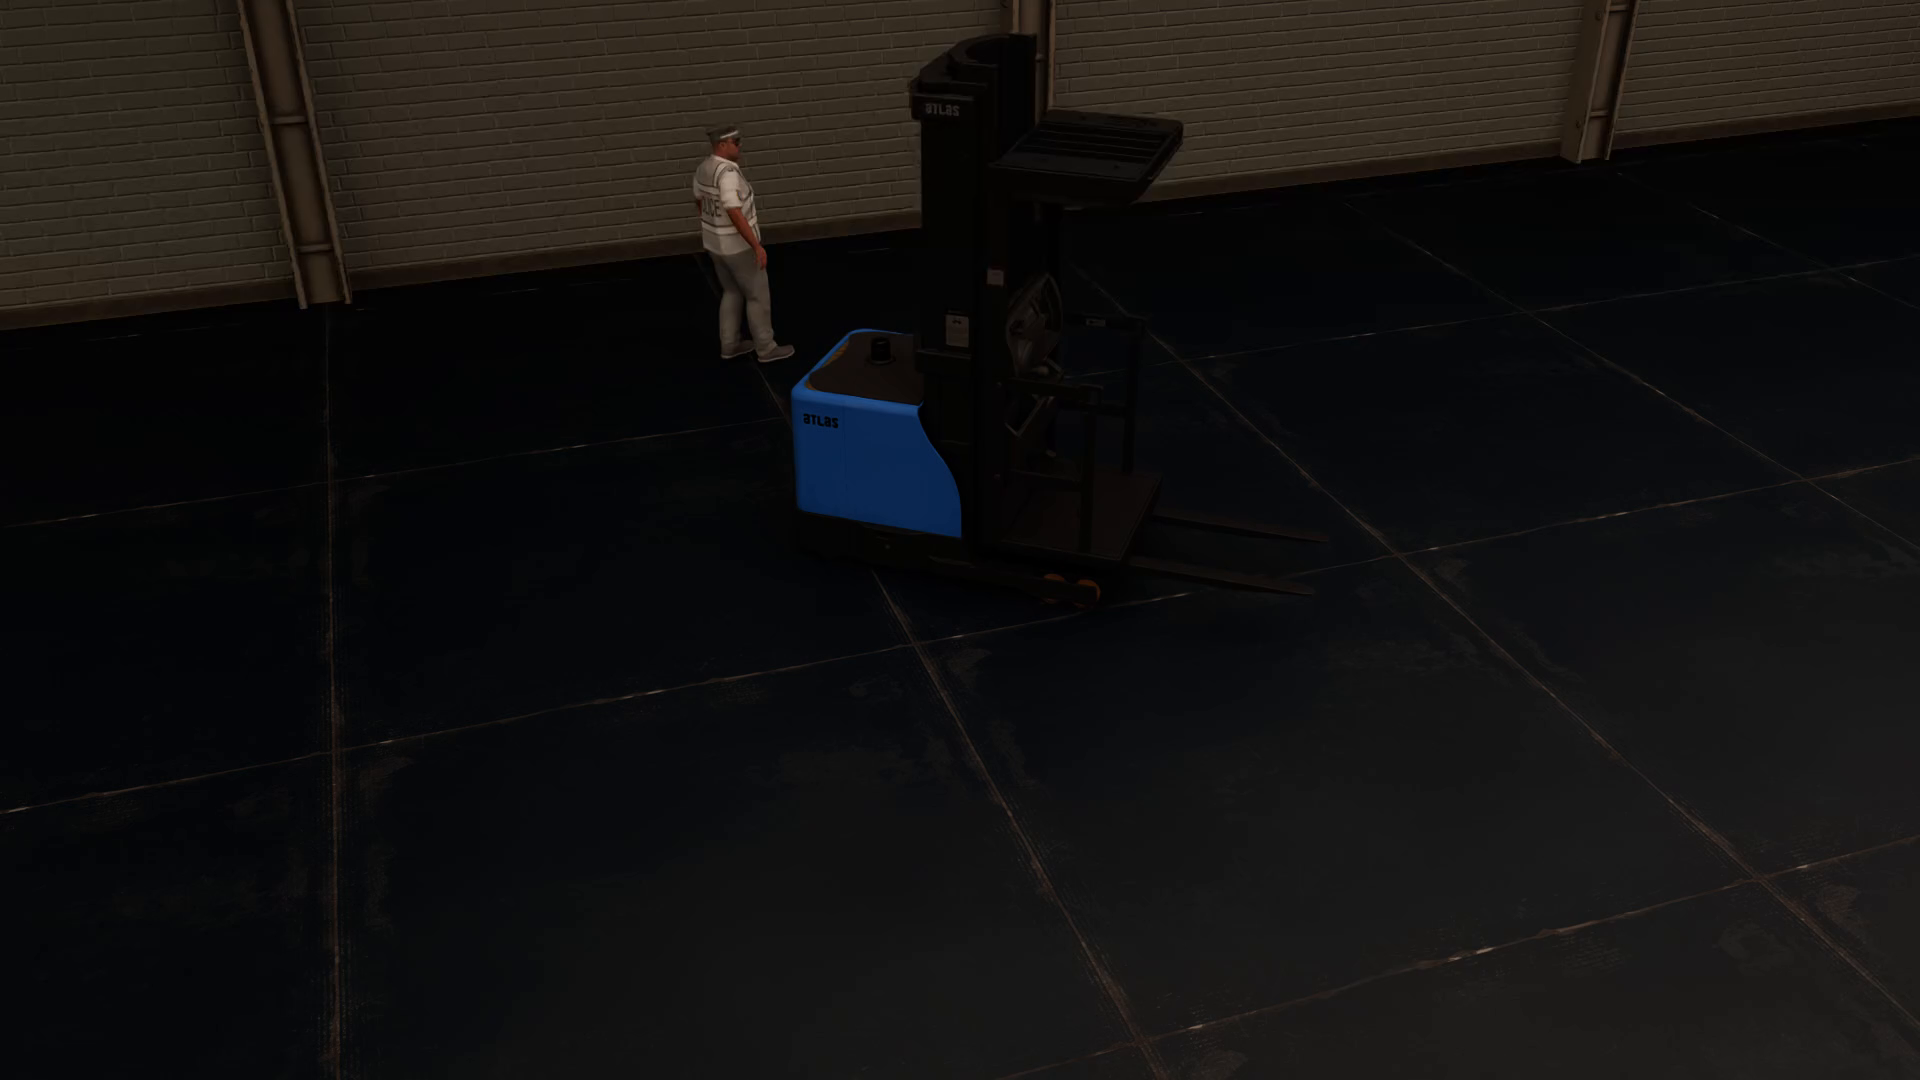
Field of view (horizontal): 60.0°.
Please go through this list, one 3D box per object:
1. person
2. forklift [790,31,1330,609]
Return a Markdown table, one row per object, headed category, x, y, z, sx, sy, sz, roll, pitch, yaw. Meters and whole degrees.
| category | x | y | z | sx | sy | sz | roll | pitch | yaw |
| --- | --- | --- | --- | --- | --- | --- | --- | --- | --- |
| person | -1.565 | -2.154 | 12.000 | 0.545 | 1.764 | 0.711 | -23 | 37 | -34 |
| forklift | 0.599 | -1.180 | 9.137 | 3.031 | 2.935 | 1.130 | 10 | 31 | 16 |
